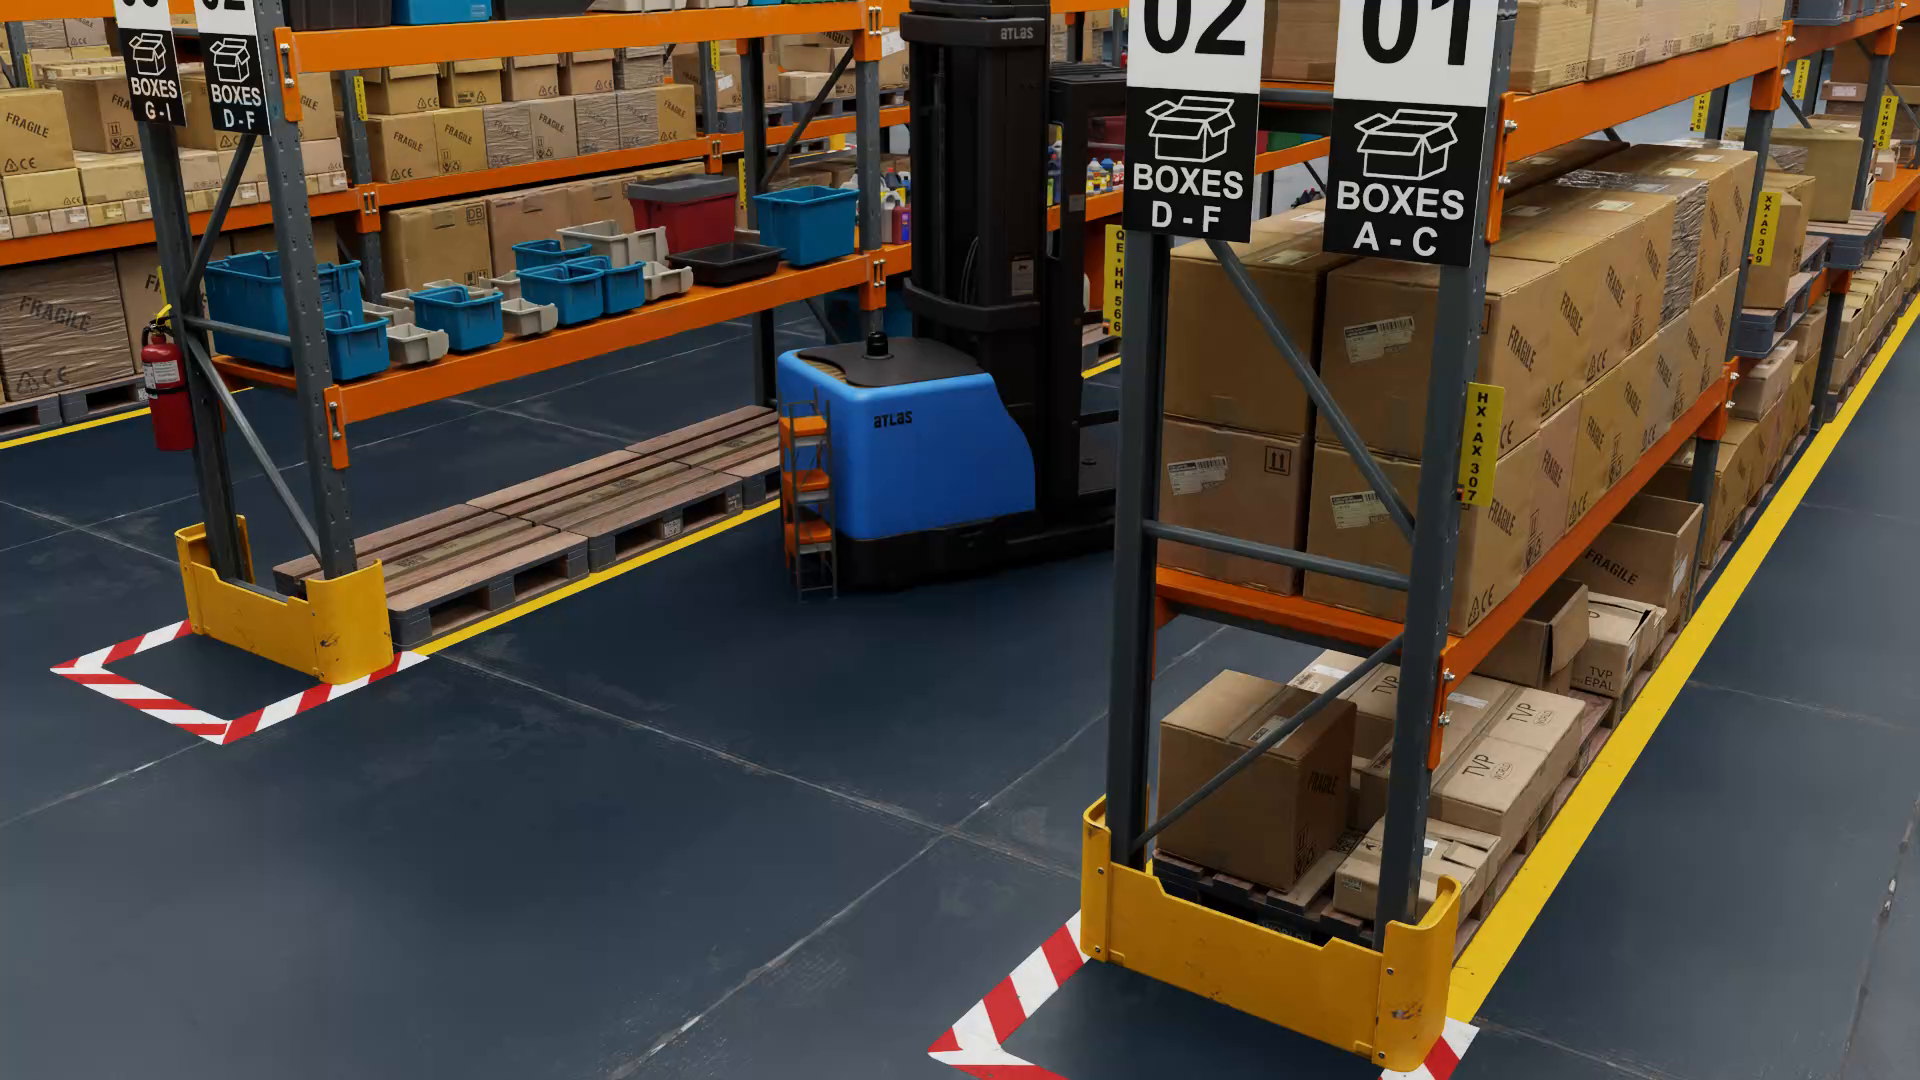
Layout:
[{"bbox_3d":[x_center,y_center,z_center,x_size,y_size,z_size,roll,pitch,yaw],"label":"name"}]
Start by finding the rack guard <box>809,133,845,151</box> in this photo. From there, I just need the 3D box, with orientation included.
[{"bbox_3d":[-2.315,-6.304,25.586,1.175,0.500,0.348,13,24,32],"label":"rack guard"}]

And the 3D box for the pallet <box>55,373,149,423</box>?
[{"bbox_3d":[-6.206,-1.167,12.117,1.003,0.211,1.213,13,24,32],"label":"pallet"}]

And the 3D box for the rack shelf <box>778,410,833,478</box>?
[{"bbox_3d":[-0.766,-0.476,8.243,0.215,0.259,0.240,-7,22,-17],"label":"rack shelf"}]

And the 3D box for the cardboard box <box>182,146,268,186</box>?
[{"bbox_3d":[-5.349,-2.772,12.223,0.500,0.250,0.500,14,25,33],"label":"cardboard box"}]

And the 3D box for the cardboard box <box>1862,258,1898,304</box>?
[{"bbox_3d":[7.099,-2.097,13.160,0.500,0.311,0.500,13,24,32],"label":"cardboard box"}]

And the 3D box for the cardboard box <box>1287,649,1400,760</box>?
[{"bbox_3d":[1.574,0.663,6.477,0.500,0.250,0.500,13,24,32],"label":"cardboard box"}]

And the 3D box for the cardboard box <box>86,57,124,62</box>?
[{"bbox_3d":[-8.566,-4.764,16.719,0.380,0.149,0.250,13,24,32],"label":"cardboard box"}]

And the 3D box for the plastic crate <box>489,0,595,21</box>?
[{"bbox_3d":[-2.095,-2.679,7.948,0.504,0.338,0.767,13,24,32],"label":"plastic crate"}]

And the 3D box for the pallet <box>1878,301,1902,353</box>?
[{"bbox_3d":[7.277,-1.865,14.003,1.003,0.211,1.213,13,24,32],"label":"pallet"}]

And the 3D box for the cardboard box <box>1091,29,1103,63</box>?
[{"bbox_3d":[1.385,-6.507,21.959,0.875,0.500,0.500,13,24,32],"label":"cardboard box"}]

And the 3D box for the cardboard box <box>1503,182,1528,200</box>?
[{"bbox_3d":[1.796,-1.088,6.298,0.500,0.500,0.500,14,25,33],"label":"cardboard box"}]

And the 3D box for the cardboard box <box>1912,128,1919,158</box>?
[{"bbox_3d":[8.194,-3.720,14.854,0.700,0.500,0.500,13,24,31],"label":"cardboard box"}]

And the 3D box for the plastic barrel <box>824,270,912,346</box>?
[{"bbox_3d":[-0.613,-1.429,11.225,0.600,0.901,0.708,13,24,32],"label":"plastic barrel"}]

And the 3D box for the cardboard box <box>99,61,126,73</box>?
[{"bbox_3d":[-8.175,-4.562,16.173,0.380,0.149,0.250,14,24,32],"label":"cardboard box"}]

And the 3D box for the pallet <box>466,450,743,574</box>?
[{"bbox_3d":[-1.999,-0.186,9.463,1.003,0.211,1.213,13,24,32],"label":"pallet"}]

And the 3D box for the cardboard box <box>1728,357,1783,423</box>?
[{"bbox_3d":[4.197,-0.861,9.156,0.500,0.250,0.500,13,24,32],"label":"cardboard box"}]

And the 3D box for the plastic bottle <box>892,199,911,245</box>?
[{"bbox_3d":[-0.374,-2.031,10.600,0.061,0.283,0.133,13,24,32],"label":"plastic bottle"}]

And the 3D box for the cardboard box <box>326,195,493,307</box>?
[{"bbox_3d":[-4.686,-2.418,13.935,1.225,0.875,0.875,13,24,32],"label":"cardboard box"}]

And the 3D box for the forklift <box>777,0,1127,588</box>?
[{"bbox_3d":[0.549,-1.479,9.040,3.031,2.935,1.130,-11,23,-27],"label":"forklift"}]

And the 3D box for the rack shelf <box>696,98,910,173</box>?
[{"bbox_3d":[-1.656,-4.414,17.911,1.077,0.370,4.000,13,24,32],"label":"rack shelf"}]

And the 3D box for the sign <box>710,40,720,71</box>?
[{"bbox_3d":[-2.320,-4.613,15.744,0.100,0.325,0.005,13,24,32],"label":"sign"}]

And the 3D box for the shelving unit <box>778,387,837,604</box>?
[{"bbox_3d":[-0.763,-0.221,8.341,0.215,1.050,0.252,-7,22,-17],"label":"shelving unit"}]

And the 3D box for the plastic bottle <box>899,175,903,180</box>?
[{"bbox_3d":[-0.490,-2.431,11.693,0.152,0.276,0.135,13,24,32],"label":"plastic bottle"}]

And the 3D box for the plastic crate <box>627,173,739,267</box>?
[{"bbox_3d":[-1.642,-1.915,9.939,0.402,0.464,0.583,13,24,32],"label":"plastic crate"}]

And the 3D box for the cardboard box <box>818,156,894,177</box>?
[{"bbox_3d":[-1.179,-4.054,18.870,0.700,0.500,0.500,13,24,31],"label":"cardboard box"}]

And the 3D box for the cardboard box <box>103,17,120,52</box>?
[{"bbox_3d":[-10.951,-6.678,21.817,0.500,0.500,0.500,12,24,30],"label":"cardboard box"}]

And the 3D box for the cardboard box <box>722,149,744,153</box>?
[{"bbox_3d":[-3.662,-5.948,23.479,0.875,0.875,0.875,13,24,32],"label":"cardboard box"}]

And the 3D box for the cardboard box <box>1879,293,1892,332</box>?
[{"bbox_3d":[7.092,-1.832,13.253,0.500,0.250,0.500,14,24,33],"label":"cardboard box"}]

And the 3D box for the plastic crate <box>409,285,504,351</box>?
[{"bbox_3d":[-2.400,-1.061,7.965,0.416,0.233,0.300,13,24,32],"label":"plastic crate"}]

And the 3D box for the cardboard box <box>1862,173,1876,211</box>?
[{"bbox_3d":[6.073,-2.421,11.616,0.500,0.311,0.500,13,24,31],"label":"cardboard box"}]

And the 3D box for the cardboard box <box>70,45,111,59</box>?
[{"bbox_3d":[-11.039,-6.086,20.889,0.500,0.250,0.500,13,24,32],"label":"cardboard box"}]

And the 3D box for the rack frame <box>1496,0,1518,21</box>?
[{"bbox_3d":[0.913,-2.763,3.763,1.000,3.000,0.127,13,24,32],"label":"rack frame"}]

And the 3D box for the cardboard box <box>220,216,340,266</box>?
[{"bbox_3d":[-5.466,-2.056,12.958,0.875,0.875,0.875,13,24,32],"label":"cardboard box"}]

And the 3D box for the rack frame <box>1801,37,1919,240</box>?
[{"bbox_3d":[7.659,-3.392,14.112,1.000,3.000,0.127,13,24,32],"label":"rack frame"}]

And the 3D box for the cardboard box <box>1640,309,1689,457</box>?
[{"bbox_3d":[2.517,-0.654,6.566,0.500,0.500,0.500,14,24,33],"label":"cardboard box"}]

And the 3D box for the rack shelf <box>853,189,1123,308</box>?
[{"bbox_3d":[0.191,-2.300,12.197,1.077,0.370,4.000,13,24,32],"label":"rack shelf"}]

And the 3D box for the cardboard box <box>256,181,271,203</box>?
[{"bbox_3d":[-5.219,-2.613,12.368,0.380,0.149,0.250,13,24,31],"label":"cardboard box"}]

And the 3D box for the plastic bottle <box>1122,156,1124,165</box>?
[{"bbox_3d":[1.311,-2.891,12.926,0.061,0.283,0.133,13,24,32],"label":"plastic bottle"}]

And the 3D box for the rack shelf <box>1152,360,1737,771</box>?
[{"bbox_3d":[2.037,-0.185,6.480,1.077,0.370,4.000,13,24,32],"label":"rack shelf"}]

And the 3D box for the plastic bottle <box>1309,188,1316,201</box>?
[{"bbox_3d":[3.796,-3.619,17.910,0.144,0.351,0.185,12,23,29],"label":"plastic bottle"}]

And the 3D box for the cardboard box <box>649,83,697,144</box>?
[{"bbox_3d":[-2.853,-4.034,15.704,0.500,0.500,0.500,14,25,33],"label":"cardboard box"}]

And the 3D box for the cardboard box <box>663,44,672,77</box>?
[{"bbox_3d":[-4.380,-6.500,22.297,0.875,0.550,0.550,13,24,32],"label":"cardboard box"}]

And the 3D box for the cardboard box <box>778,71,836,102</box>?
[{"bbox_3d":[-1.648,-4.740,17.367,0.500,0.250,0.500,12,24,30],"label":"cardboard box"}]

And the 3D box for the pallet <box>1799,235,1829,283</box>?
[{"bbox_3d":[4.321,-1.596,9.531,1.003,0.211,1.213,13,24,32],"label":"pallet"}]

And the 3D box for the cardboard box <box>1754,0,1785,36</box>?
[{"bbox_3d":[3.108,-2.242,6.894,0.500,0.250,0.500,13,24,32],"label":"cardboard box"}]

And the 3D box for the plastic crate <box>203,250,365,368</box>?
[{"bbox_3d":[-3.148,-1.093,7.760,0.616,0.435,0.499,13,24,32],"label":"plastic crate"}]

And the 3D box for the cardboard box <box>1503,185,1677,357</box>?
[{"bbox_3d":[2.238,-0.981,6.007,0.500,0.500,0.500,13,24,31],"label":"cardboard box"}]

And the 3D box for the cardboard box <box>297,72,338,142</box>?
[{"bbox_3d":[-5.066,-3.267,12.479,0.500,0.500,0.500,14,25,33],"label":"cardboard box"}]

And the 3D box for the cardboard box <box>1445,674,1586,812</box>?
[{"bbox_3d":[2.016,0.747,6.252,0.500,0.250,0.500,13,24,32],"label":"cardboard box"}]

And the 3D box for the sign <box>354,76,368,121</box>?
[{"bbox_3d":[-4.569,-3.365,12.677,0.100,0.325,0.005,13,24,32],"label":"sign"}]

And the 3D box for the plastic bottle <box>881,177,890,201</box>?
[{"bbox_3d":[-0.568,-2.340,11.339,0.144,0.351,0.185,13,24,32],"label":"plastic bottle"}]

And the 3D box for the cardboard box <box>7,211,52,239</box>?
[{"bbox_3d":[-6.229,-2.097,10.972,0.380,0.149,0.250,13,24,31],"label":"cardboard box"}]

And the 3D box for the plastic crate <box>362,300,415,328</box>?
[{"bbox_3d":[-2.873,-1.090,8.181,0.396,0.136,0.243,13,24,32],"label":"plastic crate"}]
